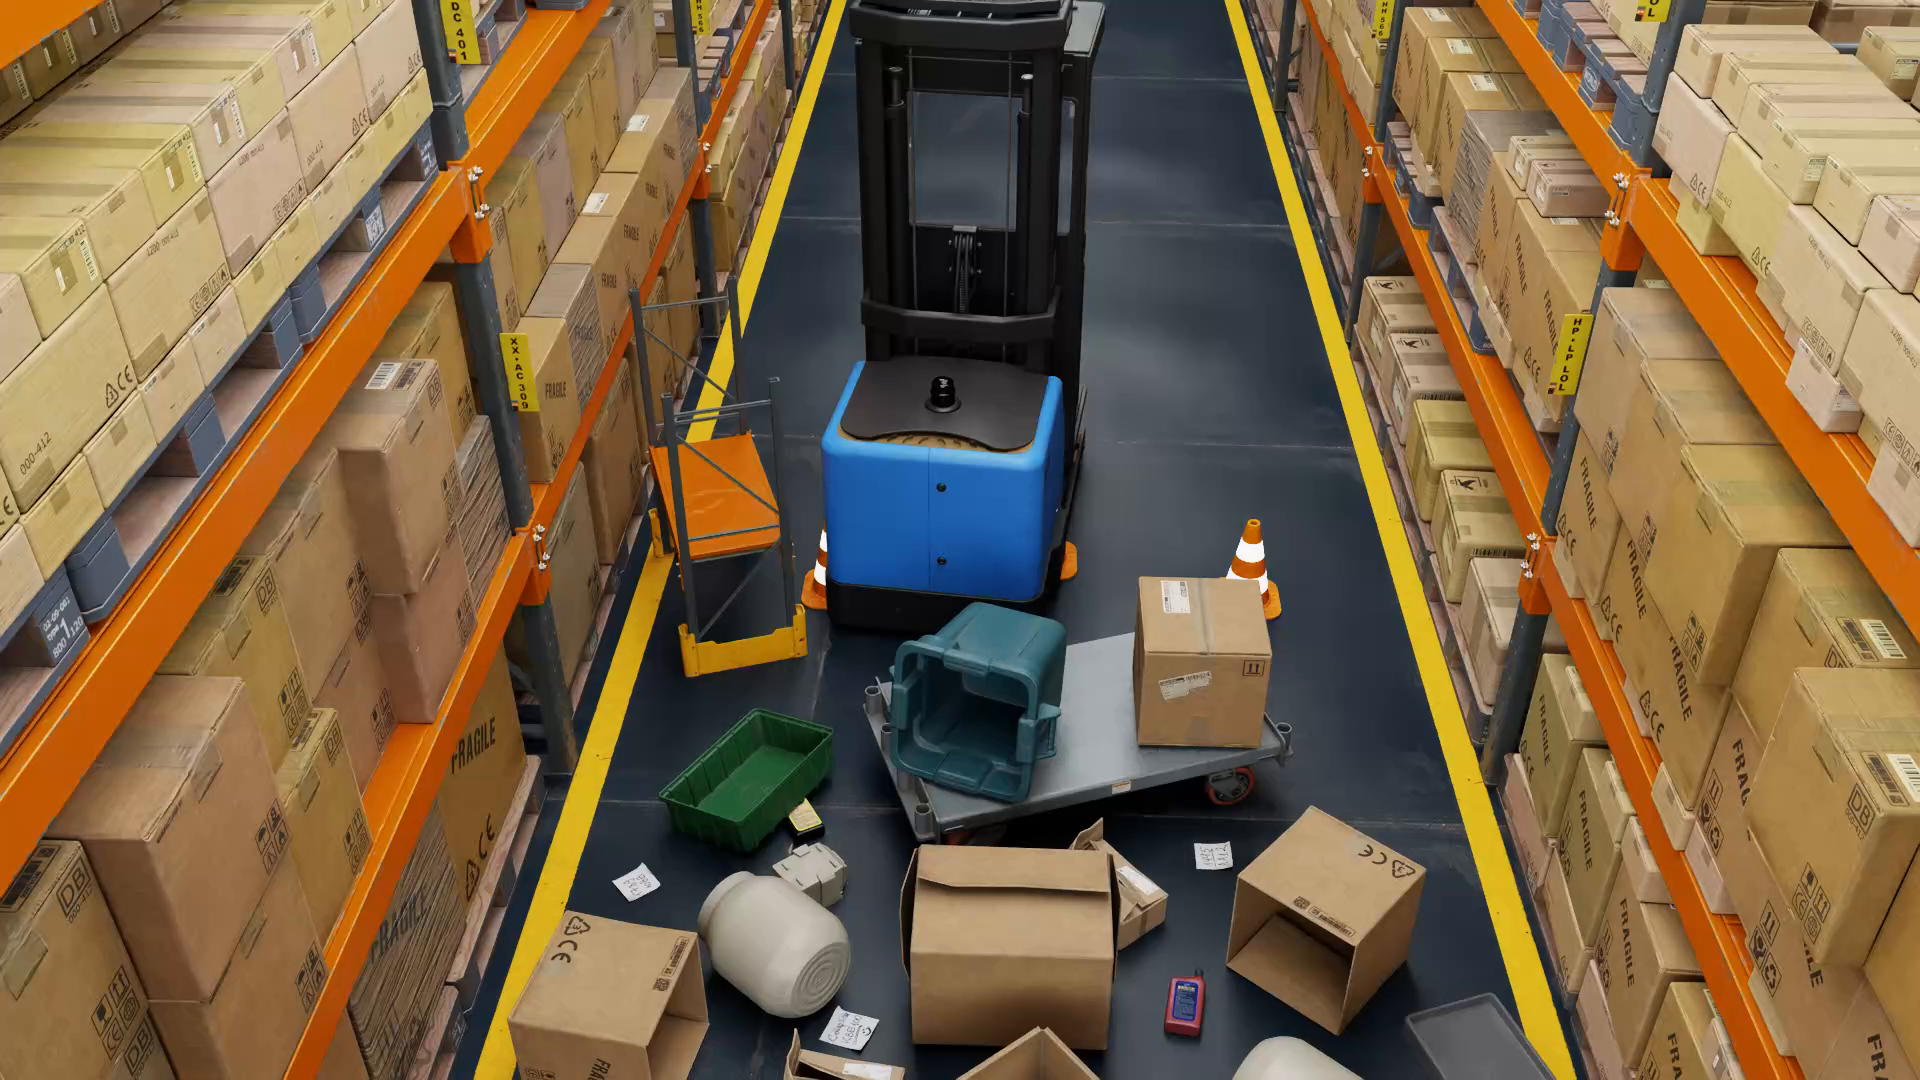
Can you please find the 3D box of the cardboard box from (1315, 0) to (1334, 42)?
[{"bbox_3d":[2.723,-3.596,11.334,0.500,0.250,0.500,1,35,1],"label":"cardboard box"}]

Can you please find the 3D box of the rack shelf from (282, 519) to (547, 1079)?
[{"bbox_3d":[-2.262,1.201,5.004,1.077,0.370,4.000,1,35,2],"label":"rack shelf"}]

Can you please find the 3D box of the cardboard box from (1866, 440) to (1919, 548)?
[{"bbox_3d":[2.360,-0.108,3.850,0.380,0.149,0.250,1,35,1],"label":"cardboard box"}]

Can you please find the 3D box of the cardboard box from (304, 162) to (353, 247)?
[{"bbox_3d":[-1.906,-0.923,4.558,0.380,0.149,0.250,1,35,2],"label":"cardboard box"}]

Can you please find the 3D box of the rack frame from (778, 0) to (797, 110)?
[{"bbox_3d":[-1.860,-4.839,12.972,1.000,3.000,0.127,1,35,2],"label":"rack frame"}]

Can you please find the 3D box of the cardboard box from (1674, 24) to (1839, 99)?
[{"bbox_3d":[2.430,-1.464,5.086,0.380,0.149,0.250,1,35,1],"label":"cardboard box"}]

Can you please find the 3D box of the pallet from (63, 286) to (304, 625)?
[{"bbox_3d":[-2.277,-0.265,3.932,1.003,0.211,1.213,1,35,2],"label":"pallet"}]

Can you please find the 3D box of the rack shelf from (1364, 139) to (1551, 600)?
[{"bbox_3d":[2.849,-1.041,8.194,1.077,0.370,4.000,1,35,2],"label":"rack shelf"}]

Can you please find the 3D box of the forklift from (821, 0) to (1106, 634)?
[{"bbox_3d":[0.101,-1.554,8.358,1.130,2.935,3.031,5,35,8],"label":"forklift"}]

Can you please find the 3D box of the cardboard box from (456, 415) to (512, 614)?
[{"bbox_3d":[-2.185,-0.092,6.087,0.875,0.550,0.550,1,35,2],"label":"cardboard box"}]

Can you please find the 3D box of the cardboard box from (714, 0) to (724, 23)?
[{"bbox_3d":[-1.762,-3.479,10.891,0.380,0.149,0.250,2,35,3],"label":"cardboard box"}]

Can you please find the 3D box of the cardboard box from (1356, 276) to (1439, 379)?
[{"bbox_3d":[2.896,-1.257,9.795,0.950,0.372,0.625,-1,35,-1],"label":"cardboard box"}]

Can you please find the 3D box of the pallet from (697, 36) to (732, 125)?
[{"bbox_3d":[-2.099,-2.874,10.343,1.213,0.211,1.003,1,35,2],"label":"pallet"}]

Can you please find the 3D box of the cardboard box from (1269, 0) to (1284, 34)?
[{"bbox_3d":[3.258,-4.779,14.750,0.875,0.438,0.875,0,35,0],"label":"cardboard box"}]

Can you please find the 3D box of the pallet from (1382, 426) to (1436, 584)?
[{"bbox_3d":[2.844,-0.196,8.790,1.003,0.211,1.213,1,35,2],"label":"pallet"}]

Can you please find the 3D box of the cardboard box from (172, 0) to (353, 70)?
[{"bbox_3d":[-1.899,-1.399,4.542,0.380,0.149,0.250,1,35,2],"label":"cardboard box"}]

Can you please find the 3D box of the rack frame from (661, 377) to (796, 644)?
[{"bbox_3d":[-1.008,-0.029,7.433,0.500,1.500,0.032,-10,36,-13],"label":"rack frame"}]

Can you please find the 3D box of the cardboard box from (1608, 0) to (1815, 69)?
[{"bbox_3d":[2.647,-1.863,5.894,0.500,0.250,0.500,1,35,1],"label":"cardboard box"}]

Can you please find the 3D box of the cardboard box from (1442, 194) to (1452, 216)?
[{"bbox_3d":[2.665,-1.755,8.438,0.380,0.149,0.250,3,35,5],"label":"cardboard box"}]

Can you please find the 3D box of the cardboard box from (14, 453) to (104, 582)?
[{"bbox_3d":[-1.968,-0.051,3.318,0.380,0.149,0.250,1,35,2],"label":"cardboard box"}]

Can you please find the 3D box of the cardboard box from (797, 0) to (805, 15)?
[{"bbox_3d":[-1.584,-4.768,14.726,0.380,0.149,0.250,3,35,4],"label":"cardboard box"}]

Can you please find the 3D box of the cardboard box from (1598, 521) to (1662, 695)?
[{"bbox_3d":[2.475,0.186,5.476,0.500,0.500,0.500,1,35,2],"label":"cardboard box"}]

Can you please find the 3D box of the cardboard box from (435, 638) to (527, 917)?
[{"bbox_3d":[-2.277,0.815,6.410,0.875,0.875,0.875,2,35,3],"label":"cardboard box"}]

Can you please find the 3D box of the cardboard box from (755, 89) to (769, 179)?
[{"bbox_3d":[-1.684,-2.968,12.118,0.500,0.500,0.500,1,35,1],"label":"cardboard box"}]

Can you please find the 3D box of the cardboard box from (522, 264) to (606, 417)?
[{"bbox_3d":[-1.872,-0.869,7.237,0.500,0.500,0.500,2,35,2],"label":"cardboard box"}]

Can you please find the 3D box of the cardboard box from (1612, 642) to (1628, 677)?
[{"bbox_3d":[2.497,0.390,5.751,0.380,0.149,0.250,1,35,2],"label":"cardboard box"}]

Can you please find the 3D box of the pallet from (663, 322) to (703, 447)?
[{"bbox_3d":[-2.128,-0.949,9.862,1.003,0.211,1.213,1,35,2],"label":"pallet"}]

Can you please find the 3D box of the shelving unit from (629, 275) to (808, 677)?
[{"bbox_3d":[-1.156,-0.314,7.839,0.587,1.500,1.083,-10,36,-13],"label":"shelving unit"}]

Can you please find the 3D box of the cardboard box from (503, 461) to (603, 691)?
[{"bbox_3d":[-2.247,0.147,7.469,1.050,0.750,0.750,1,35,2],"label":"cardboard box"}]

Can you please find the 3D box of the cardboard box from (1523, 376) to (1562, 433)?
[{"bbox_3d":[2.513,-0.557,6.733,0.380,0.149,0.250,2,35,3],"label":"cardboard box"}]

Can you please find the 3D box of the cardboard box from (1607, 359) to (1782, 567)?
[{"bbox_3d":[2.492,-0.217,5.181,0.700,0.500,0.500,2,35,2],"label":"cardboard box"}]

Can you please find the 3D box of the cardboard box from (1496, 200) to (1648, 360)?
[{"bbox_3d":[2.576,-1.076,6.908,0.500,0.500,0.500,2,35,2],"label":"cardboard box"}]

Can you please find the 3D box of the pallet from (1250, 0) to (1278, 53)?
[{"bbox_3d":[3.245,-4.780,15.313,1.003,0.211,1.213,1,35,2],"label":"pallet"}]

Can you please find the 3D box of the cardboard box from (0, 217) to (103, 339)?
[{"bbox_3d":[-1.959,-0.523,3.295,0.380,0.149,0.250,1,35,1],"label":"cardboard box"}]

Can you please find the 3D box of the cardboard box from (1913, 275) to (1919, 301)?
[{"bbox_3d":[2.450,-0.568,3.812,0.380,0.149,0.250,2,35,3],"label":"cardboard box"}]

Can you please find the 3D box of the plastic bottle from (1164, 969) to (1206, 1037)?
[{"bbox_3d":[0.843,1.714,6.204,0.133,0.061,0.283,7,36,10],"label":"plastic bottle"}]

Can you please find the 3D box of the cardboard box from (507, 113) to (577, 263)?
[{"bbox_3d":[-2.128,-1.564,7.356,0.700,0.500,0.500,2,35,2],"label":"cardboard box"}]

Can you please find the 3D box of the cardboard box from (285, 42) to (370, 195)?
[{"bbox_3d":[-1.966,-1.164,4.554,0.500,0.250,0.500,1,35,2],"label":"cardboard box"}]

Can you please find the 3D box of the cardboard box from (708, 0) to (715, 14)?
[{"bbox_3d":[-1.775,-3.459,10.603,0.380,0.149,0.250,1,35,2],"label":"cardboard box"}]

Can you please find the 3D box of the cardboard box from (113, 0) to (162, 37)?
[{"bbox_3d":[-2.545,-1.558,4.768,0.380,0.149,0.250,1,35,1],"label":"cardboard box"}]

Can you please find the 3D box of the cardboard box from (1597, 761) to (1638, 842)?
[{"bbox_3d":[2.391,0.893,5.626,0.380,0.149,0.250,3,35,4],"label":"cardboard box"}]

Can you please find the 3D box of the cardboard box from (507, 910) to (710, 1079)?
[{"bbox_3d":[-1.219,1.695,5.847,0.500,0.500,0.500,7,36,10],"label":"cardboard box"}]

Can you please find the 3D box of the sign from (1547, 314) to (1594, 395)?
[{"bbox_3d":[2.214,-0.671,6.034,0.100,0.325,0.005,1,35,2],"label":"sign"}]

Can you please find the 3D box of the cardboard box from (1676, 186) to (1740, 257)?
[{"bbox_3d":[2.442,-0.988,5.103,0.380,0.149,0.250,1,35,2],"label":"cardboard box"}]

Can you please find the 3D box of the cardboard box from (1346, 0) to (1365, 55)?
[{"bbox_3d":[2.712,-3.206,10.345,0.500,0.250,0.500,0,35,1],"label":"cardboard box"}]

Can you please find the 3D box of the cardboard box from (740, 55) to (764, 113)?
[{"bbox_3d":[-1.679,-3.262,11.885,0.500,0.250,0.500,0,35,0],"label":"cardboard box"}]

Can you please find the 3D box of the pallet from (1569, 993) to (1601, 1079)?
[{"bbox_3d":[2.731,2.044,5.604,1.003,0.211,1.213,1,35,2],"label":"pallet"}]

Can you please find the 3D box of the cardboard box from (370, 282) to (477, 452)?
[{"bbox_3d":[-2.231,-0.535,5.778,0.875,0.550,0.550,1,35,2],"label":"cardboard box"}]

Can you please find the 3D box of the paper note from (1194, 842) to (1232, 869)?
[{"bbox_3d":[1.042,1.294,6.829,0.148,0.019,0.142,1,35,2],"label":"paper note"}]
